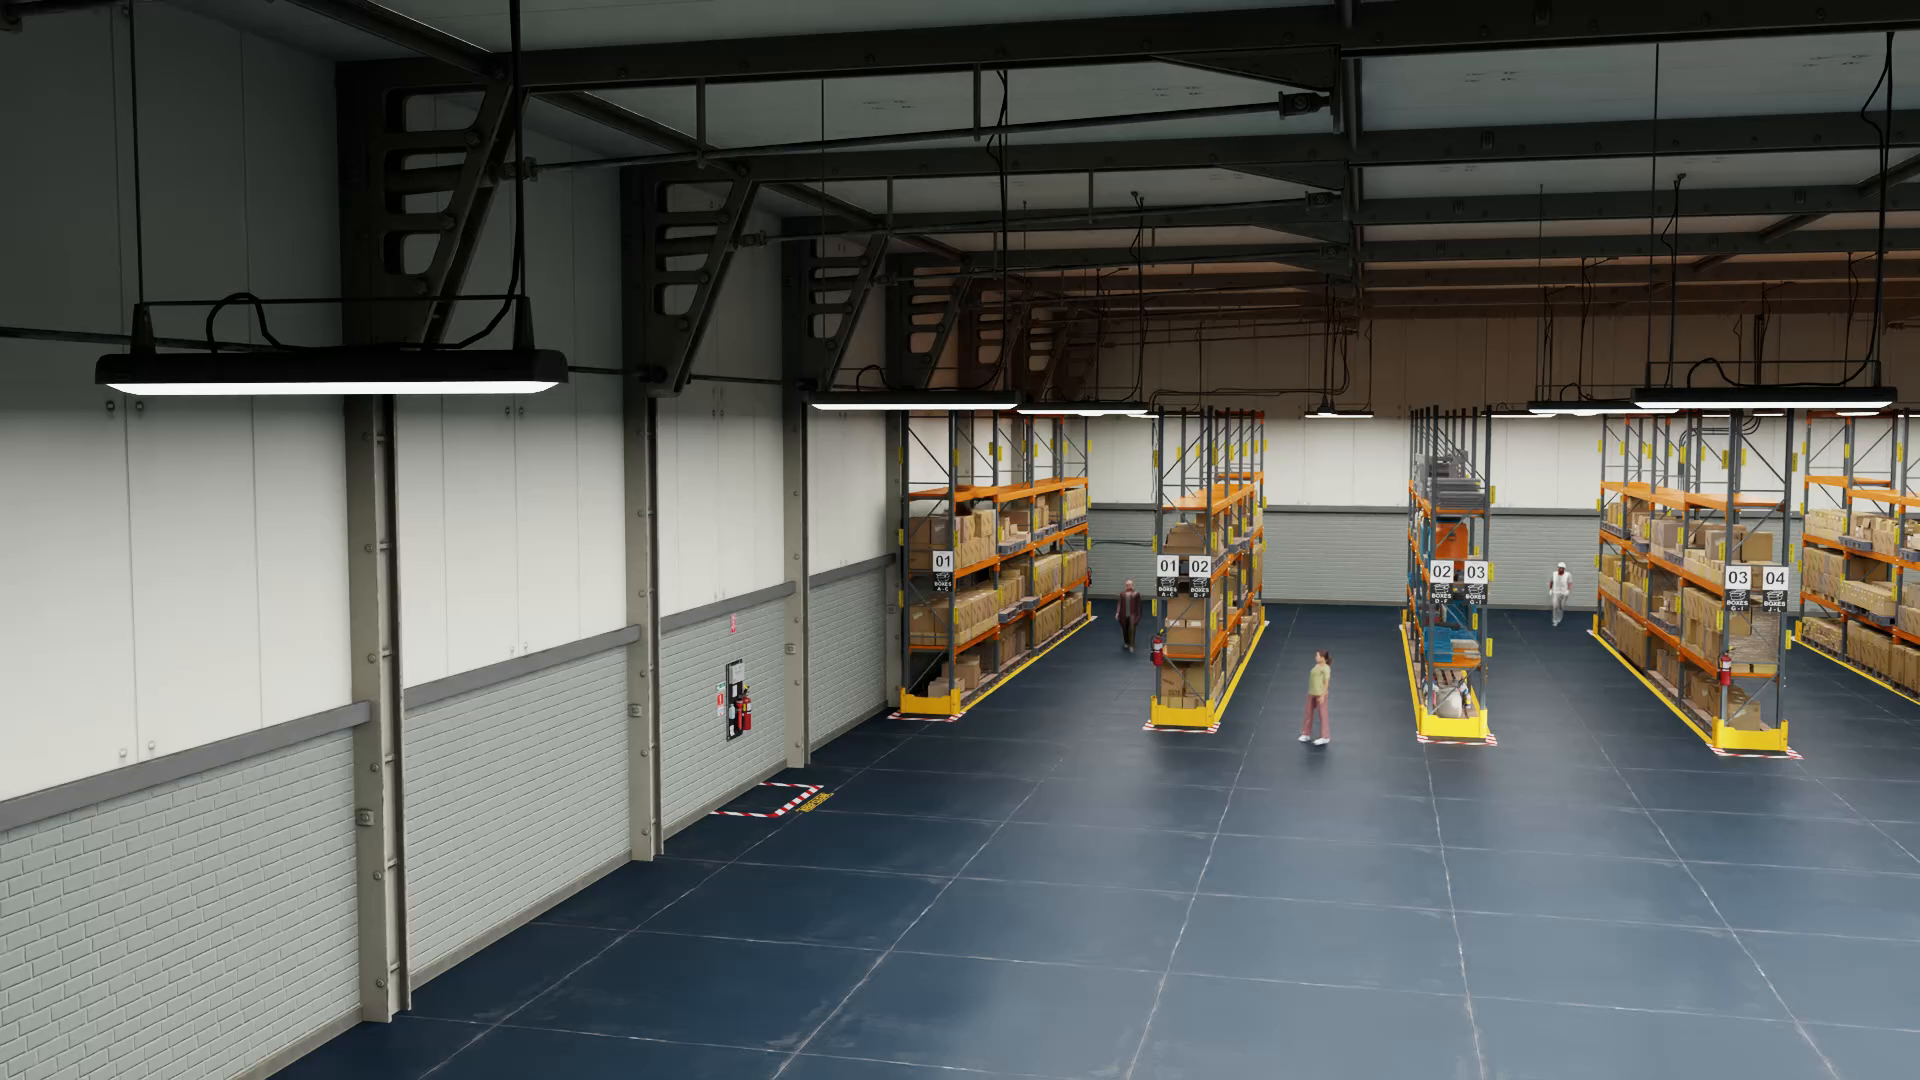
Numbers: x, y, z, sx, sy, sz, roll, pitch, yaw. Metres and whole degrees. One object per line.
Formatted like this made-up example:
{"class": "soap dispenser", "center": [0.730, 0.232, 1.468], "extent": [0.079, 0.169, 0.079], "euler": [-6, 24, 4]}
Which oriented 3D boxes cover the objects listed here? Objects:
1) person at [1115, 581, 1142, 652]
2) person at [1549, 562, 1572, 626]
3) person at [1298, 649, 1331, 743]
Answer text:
{"class": "person", "center": [4.180, 1.874, 41.287], "extent": [0.642, 1.727, 1.047], "euler": [1, 4, 11]}
{"class": "person", "center": [16.872, 1.542, 46.713], "extent": [0.584, 1.830, 0.860], "euler": [1, 4, 17]}
{"class": "person", "center": [6.319, 2.762, 29.547], "extent": [0.502, 1.665, 0.525], "euler": [-3, 5, -35]}
